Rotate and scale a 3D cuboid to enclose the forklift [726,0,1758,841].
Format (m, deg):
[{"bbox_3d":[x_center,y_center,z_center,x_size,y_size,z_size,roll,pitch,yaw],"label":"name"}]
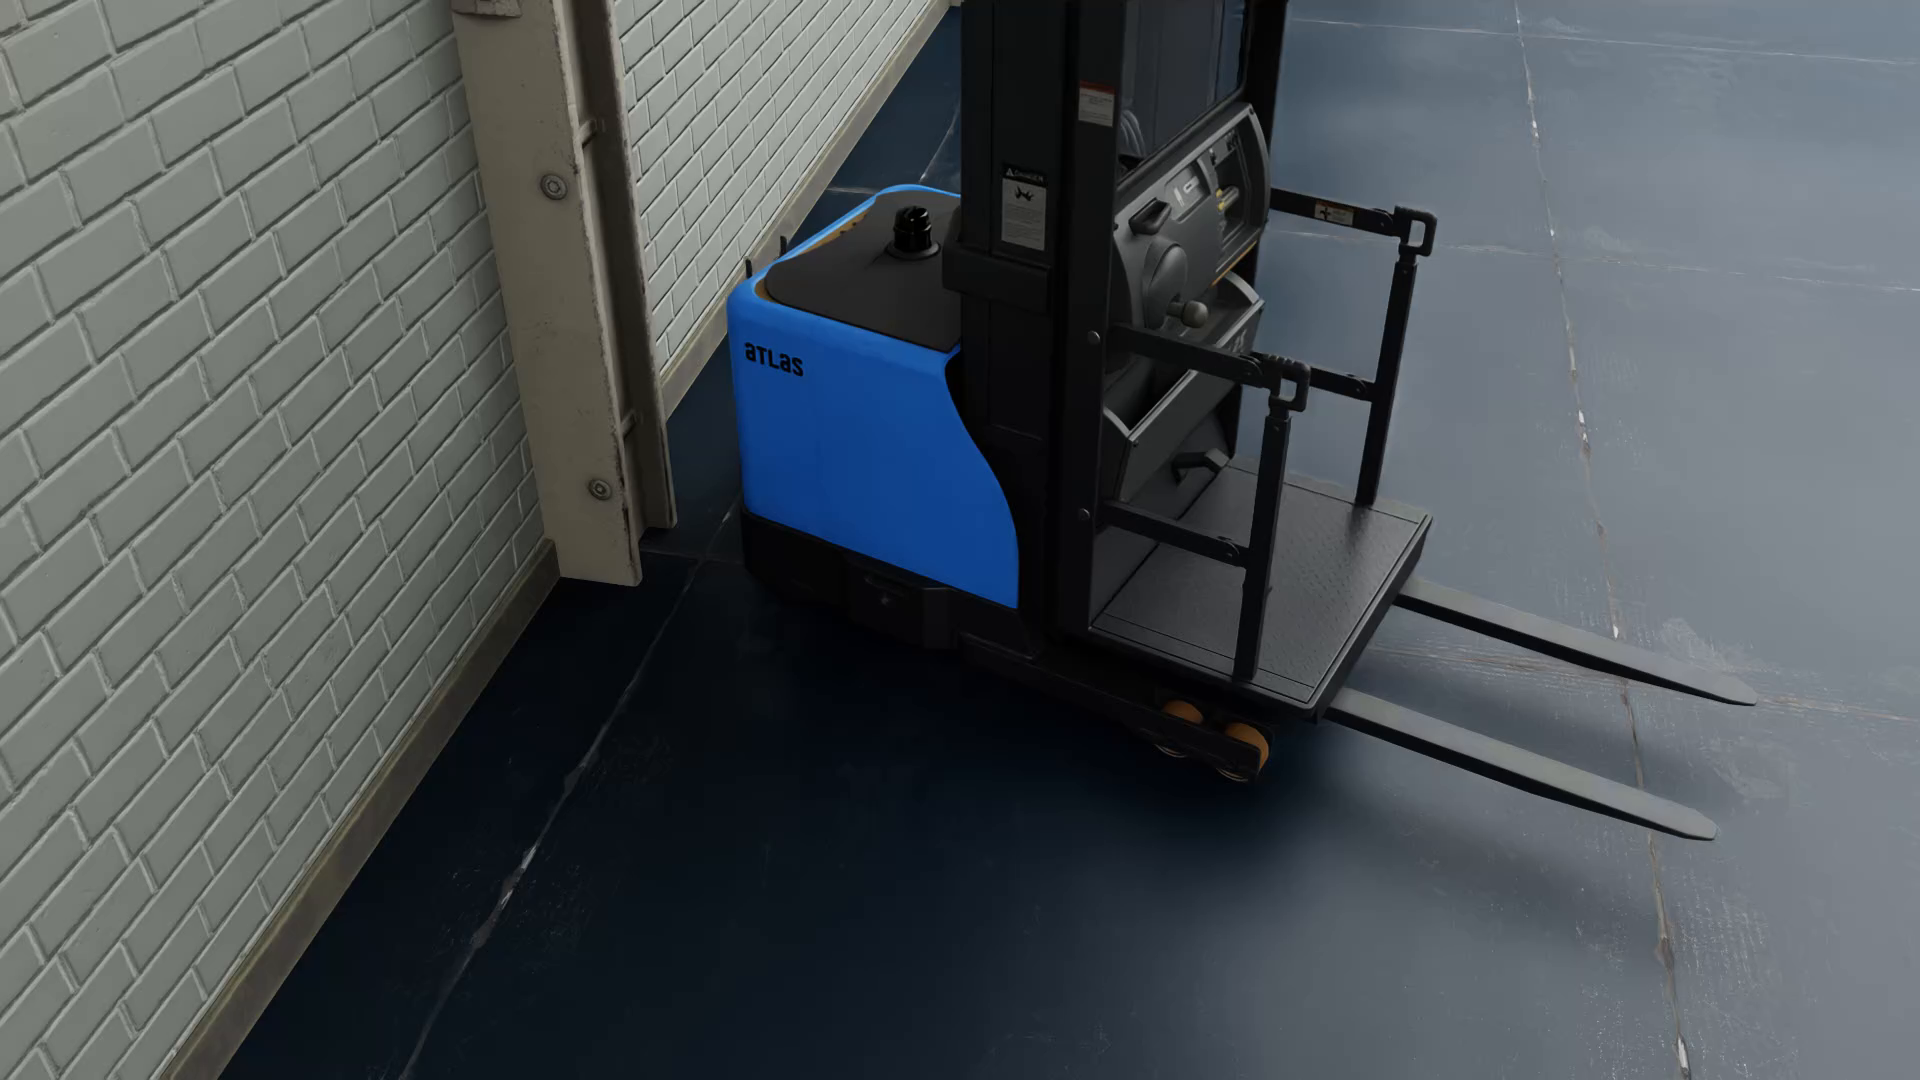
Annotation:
[{"bbox_3d":[0.815,-0.851,4.427,3.031,2.935,1.130,19,40,24],"label":"forklift"}]

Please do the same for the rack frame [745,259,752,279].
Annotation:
[{"bbox_3d":[-0.604,-0.530,5.714,0.240,0.900,0.006,18,40,23],"label":"rack frame"}]

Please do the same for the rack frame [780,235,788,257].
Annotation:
[{"bbox_3d":[-0.504,-0.634,5.858,0.240,0.900,0.006,18,40,23],"label":"rack frame"}]

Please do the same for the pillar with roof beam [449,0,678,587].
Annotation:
[{"bbox_3d":[3.022,-3.082,2.334,9.100,9.000,0.400,7,37,10],"label":"pillar with roof beam"}]

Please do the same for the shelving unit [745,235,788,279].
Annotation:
[{"bbox_3d":[-0.554,-0.582,5.786,0.258,0.900,0.210,18,40,23],"label":"shelving unit"}]

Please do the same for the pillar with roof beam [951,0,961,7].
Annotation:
[{"bbox_3d":[4.304,-6.521,7.080,9.100,9.000,0.400,7,37,10],"label":"pillar with roof beam"}]
